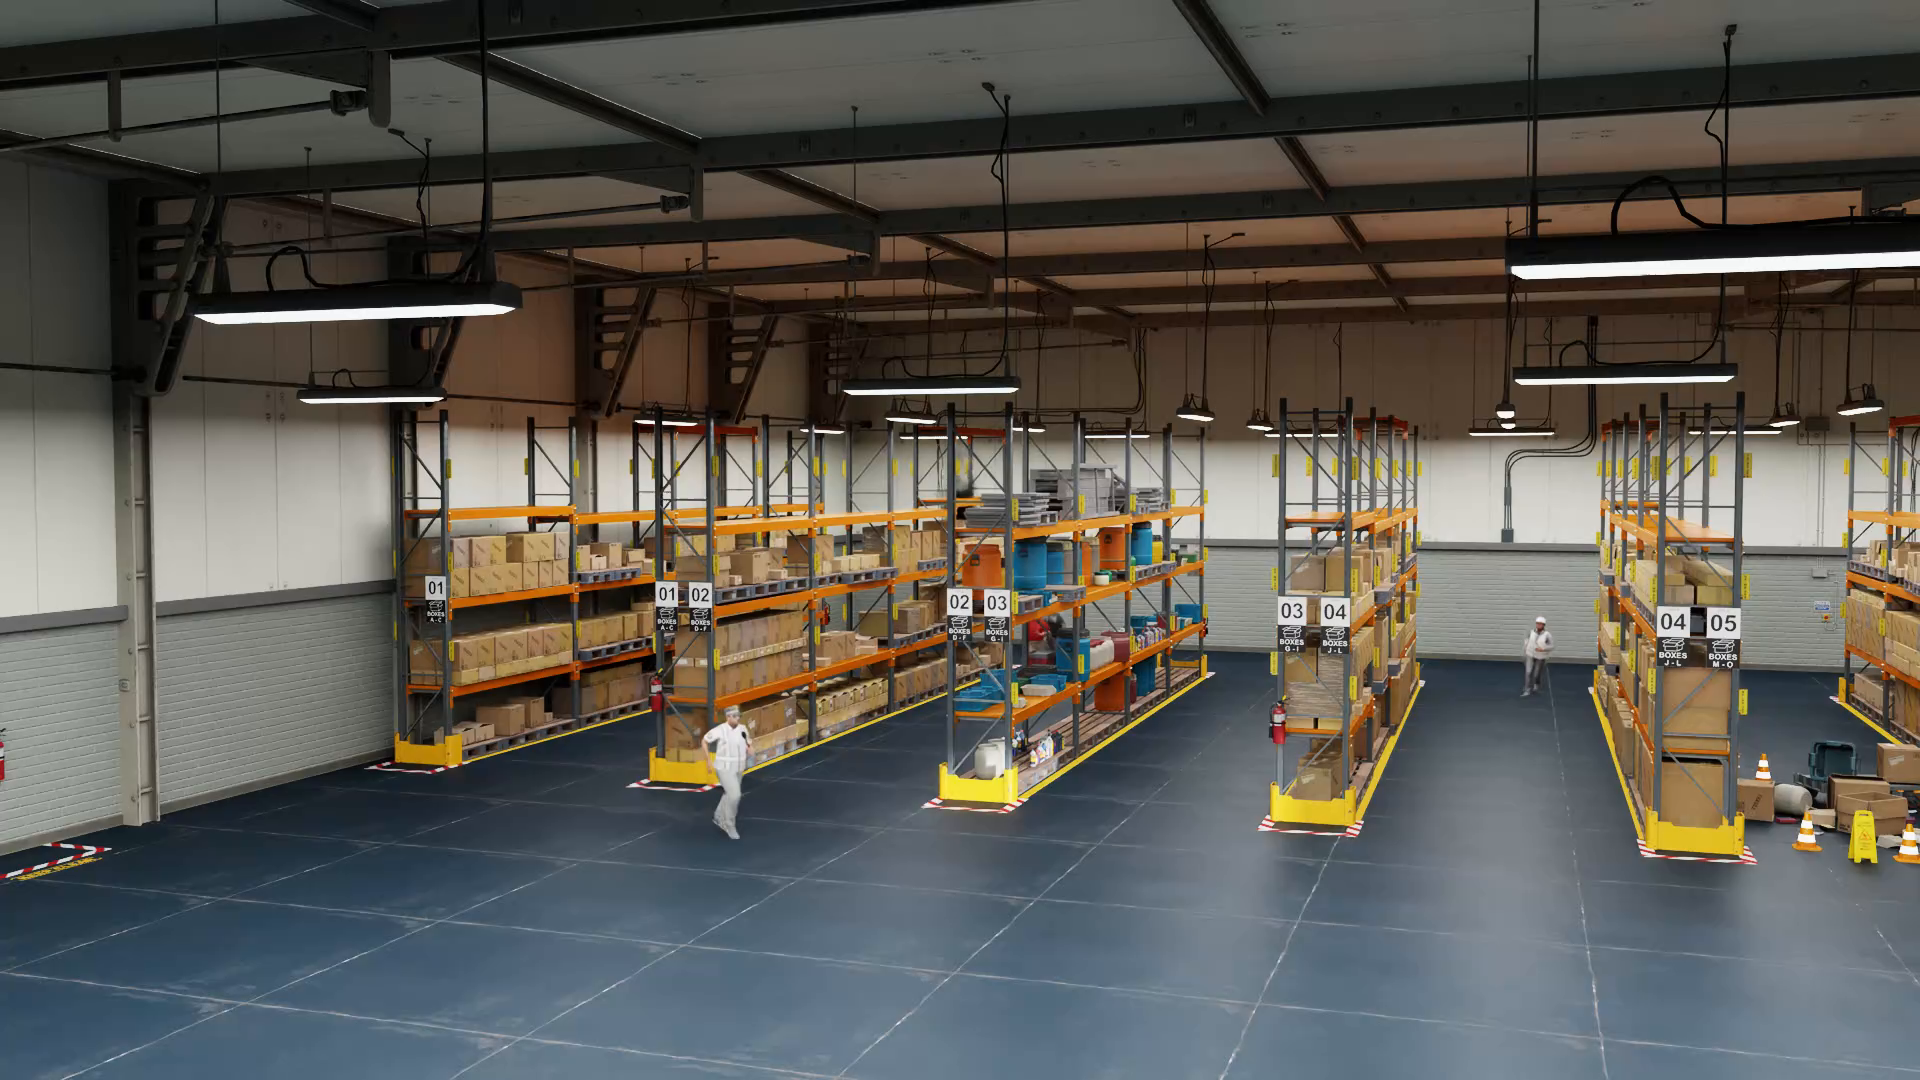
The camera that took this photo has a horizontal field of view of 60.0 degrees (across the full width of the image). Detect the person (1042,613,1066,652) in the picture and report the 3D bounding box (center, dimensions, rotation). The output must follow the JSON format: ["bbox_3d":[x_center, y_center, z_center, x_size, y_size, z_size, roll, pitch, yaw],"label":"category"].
[{"bbox_3d":[2.325,2.419,41.058,0.691,1.688,0.553,-1,3,-17],"label":"person"}]

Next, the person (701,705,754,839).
[{"bbox_3d":[-3.119,3.156,22.676,0.854,1.840,0.628,2,3,40],"label":"person"}]

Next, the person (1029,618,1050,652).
[{"bbox_3d":[1.784,2.460,38.632,0.664,1.710,0.971,1,3,14],"label":"person"}]

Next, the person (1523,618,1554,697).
[{"bbox_3d":[12.762,2.576,36.680,0.696,1.747,0.837,2,3,37],"label":"person"}]
